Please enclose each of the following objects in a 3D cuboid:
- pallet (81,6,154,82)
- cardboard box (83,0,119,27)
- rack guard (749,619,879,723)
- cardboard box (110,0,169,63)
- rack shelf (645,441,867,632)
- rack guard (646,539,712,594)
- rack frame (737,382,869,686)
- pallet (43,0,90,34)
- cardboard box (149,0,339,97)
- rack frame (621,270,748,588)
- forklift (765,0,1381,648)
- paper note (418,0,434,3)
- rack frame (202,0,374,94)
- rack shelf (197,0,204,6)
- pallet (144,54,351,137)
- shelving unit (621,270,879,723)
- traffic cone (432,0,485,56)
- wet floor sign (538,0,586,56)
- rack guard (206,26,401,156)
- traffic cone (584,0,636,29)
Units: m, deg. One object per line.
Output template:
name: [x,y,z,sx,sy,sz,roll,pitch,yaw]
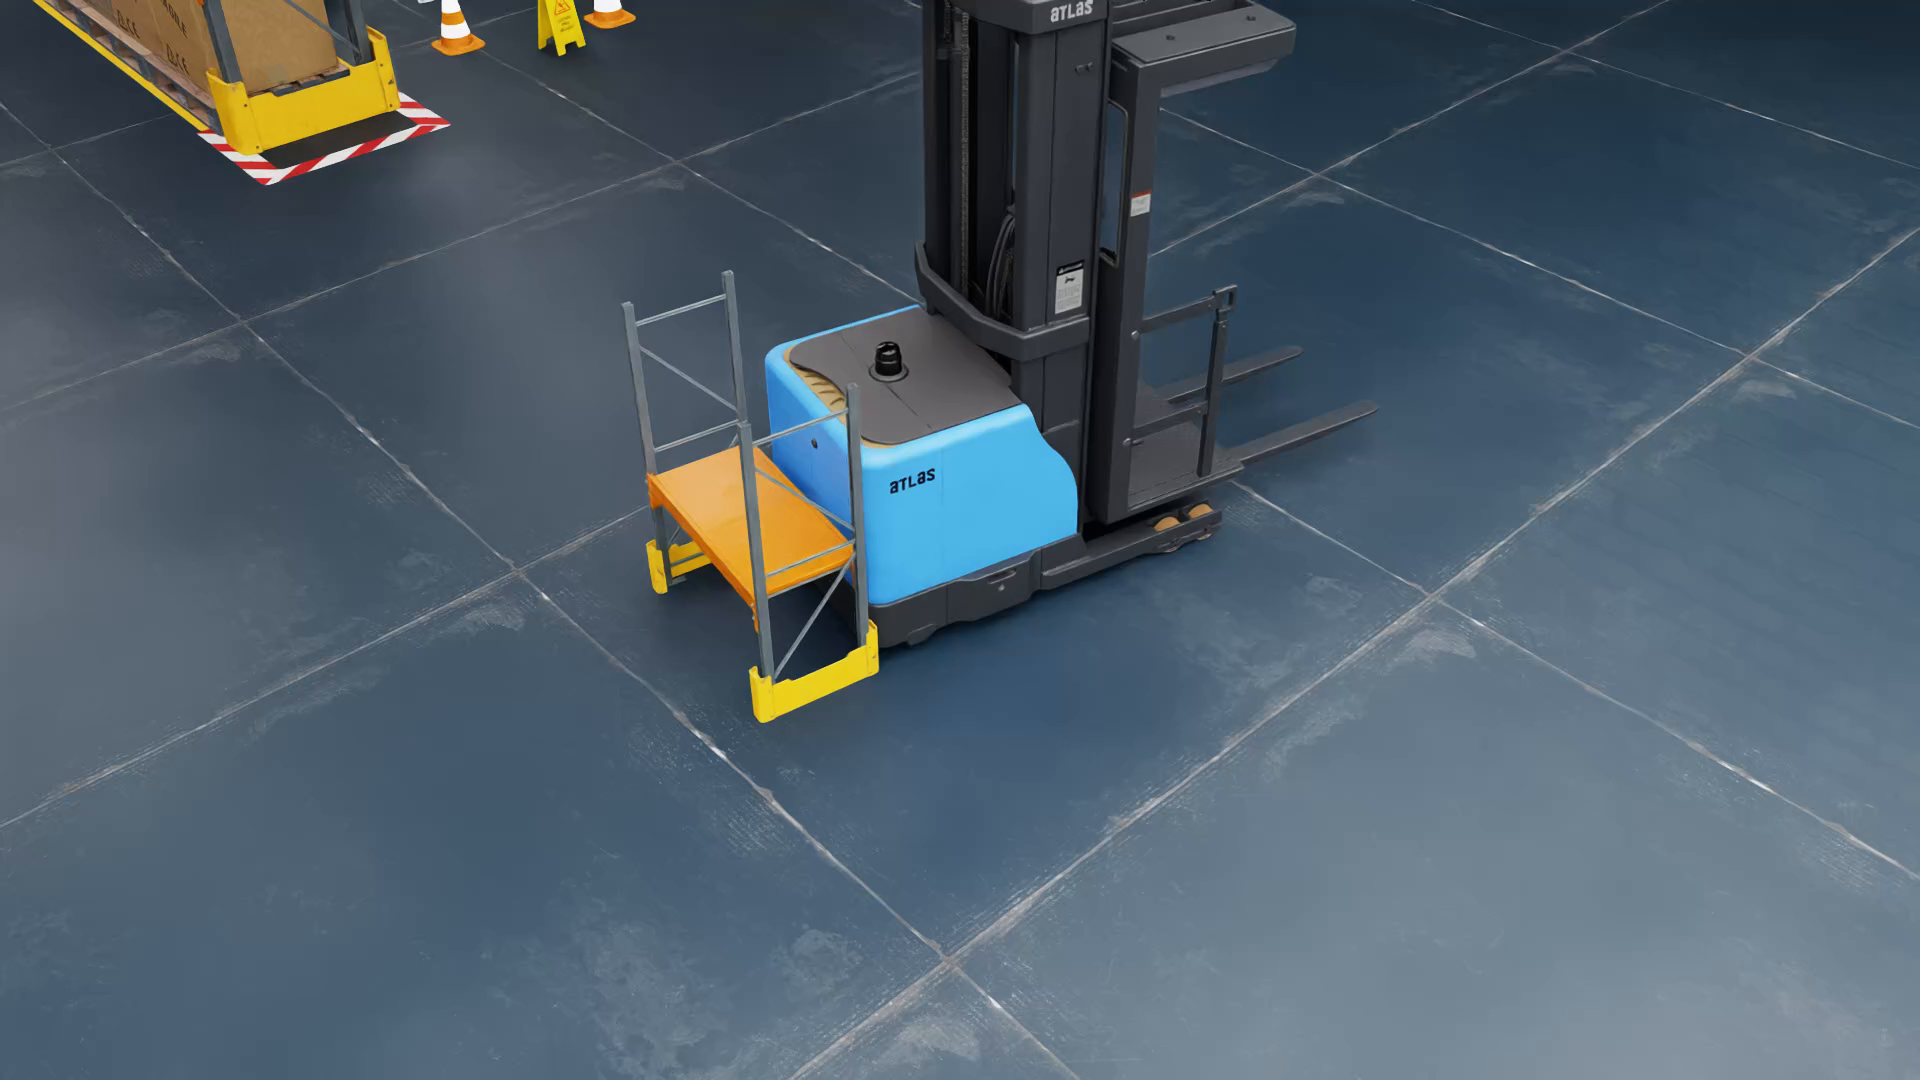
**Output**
pallet: [-5.905,-3.883,12.598,1.003,0.211,1.213,-30,48,-32]
cardboard box: [-6.205,-4.518,12.522,0.875,0.875,0.875,-30,47,-31]
rack guard: [-0.613,0.555,7.071,0.587,0.250,0.087,-23,44,-25]
cardboard box: [-5.590,-4.095,11.998,0.875,0.875,0.875,-31,48,-32]
rack shelf: [-0.883,-0.047,7.109,0.538,0.185,1.000,-23,44,-25]
rack guard: [-1.162,0.033,7.718,0.587,0.250,0.087,-23,44,-25]
rack frame: [-0.603,0.079,6.666,0.500,1.500,0.032,-23,44,-25]
pallet: [-6.735,-4.448,13.297,1.003,0.211,1.213,-30,48,-32]
cardboard box: [-4.993,-3.689,11.495,0.875,0.875,0.875,-30,47,-32]
rack frame: [-1.163,-0.454,7.326,0.500,1.500,0.032,-23,44,-25]
forklift: [0.662,-1.349,7.296,3.031,2.935,1.130,-20,43,-23]
paper note: [-4.268,-4.339,13.307,0.144,0.017,0.142,-15,41,-17]
rack frame: [-4.486,-4.067,10.606,1.000,3.000,0.127,-30,48,-32]
rack shelf: [-5.839,-4.712,11.978,1.077,0.370,4.000,-30,48,-32]
pallet: [-5.084,-3.319,11.899,1.003,0.211,1.213,-30,48,-32]
shelving unit: [-0.888,-0.192,7.002,0.587,1.500,1.083,-23,44,-25]
traffic cone: [-3.799,-3.929,12.454,0.336,0.463,0.334,-30,48,-32]
wet floor sign: [-3.008,-3.979,12.371,0.232,0.644,0.267,26,45,28]
rack guard: [-4.470,-3.083,11.377,1.175,0.500,0.348,-30,48,-32]
traffic cone: [-2.737,-4.252,12.854,0.336,0.463,0.334,-30,48,-32]
